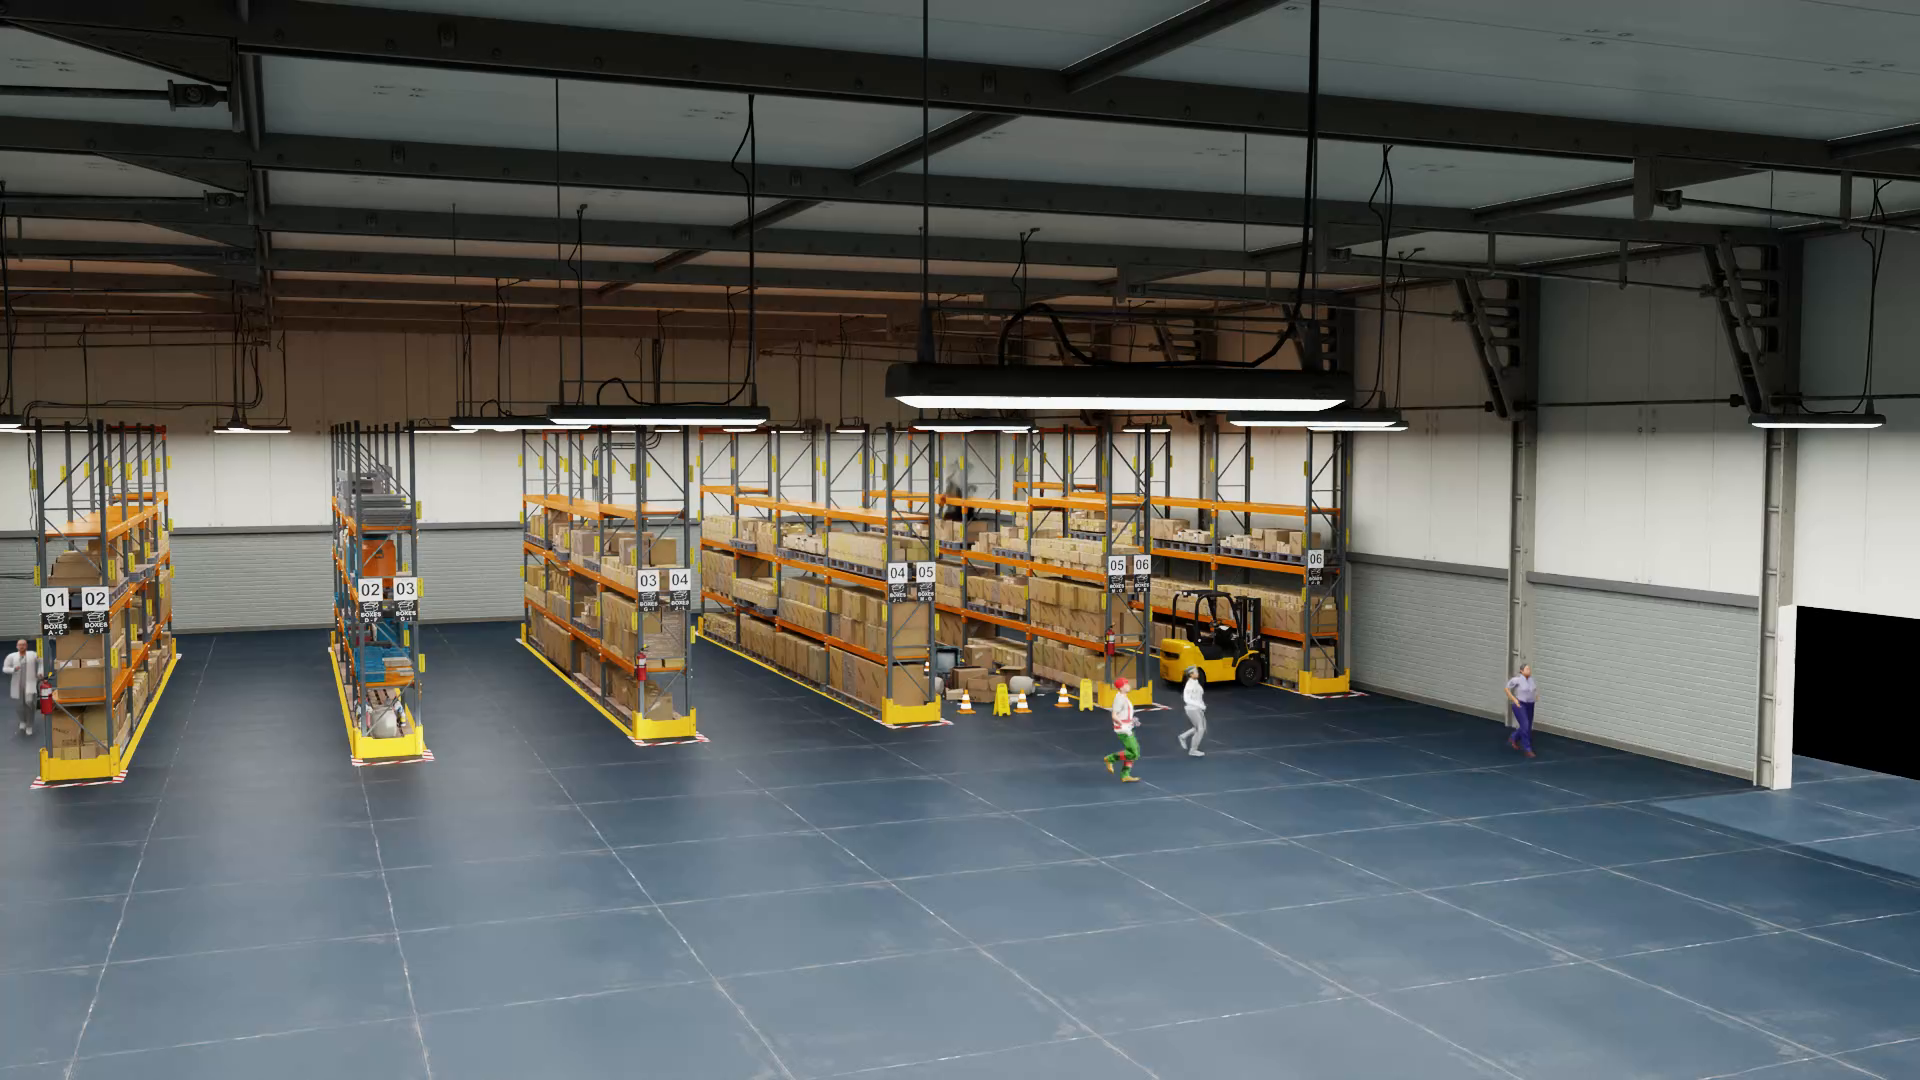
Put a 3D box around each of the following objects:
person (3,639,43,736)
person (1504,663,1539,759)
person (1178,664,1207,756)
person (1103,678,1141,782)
[{"bbox_3d":[-18.042,2.872,32.058,0.677,1.756,0.866,-1,4,-22],"label":"person"},{"bbox_3d":[10.112,3.040,29.858,0.611,1.666,0.798,-2,4,-28],"label":"person"},{"bbox_3d":[4.170,3.004,29.768,0.576,1.585,0.613,1,4,23],"label":"person"},{"bbox_3d":[2.698,3.144,27.543,0.564,1.741,0.672,1,4,11],"label":"person"}]
